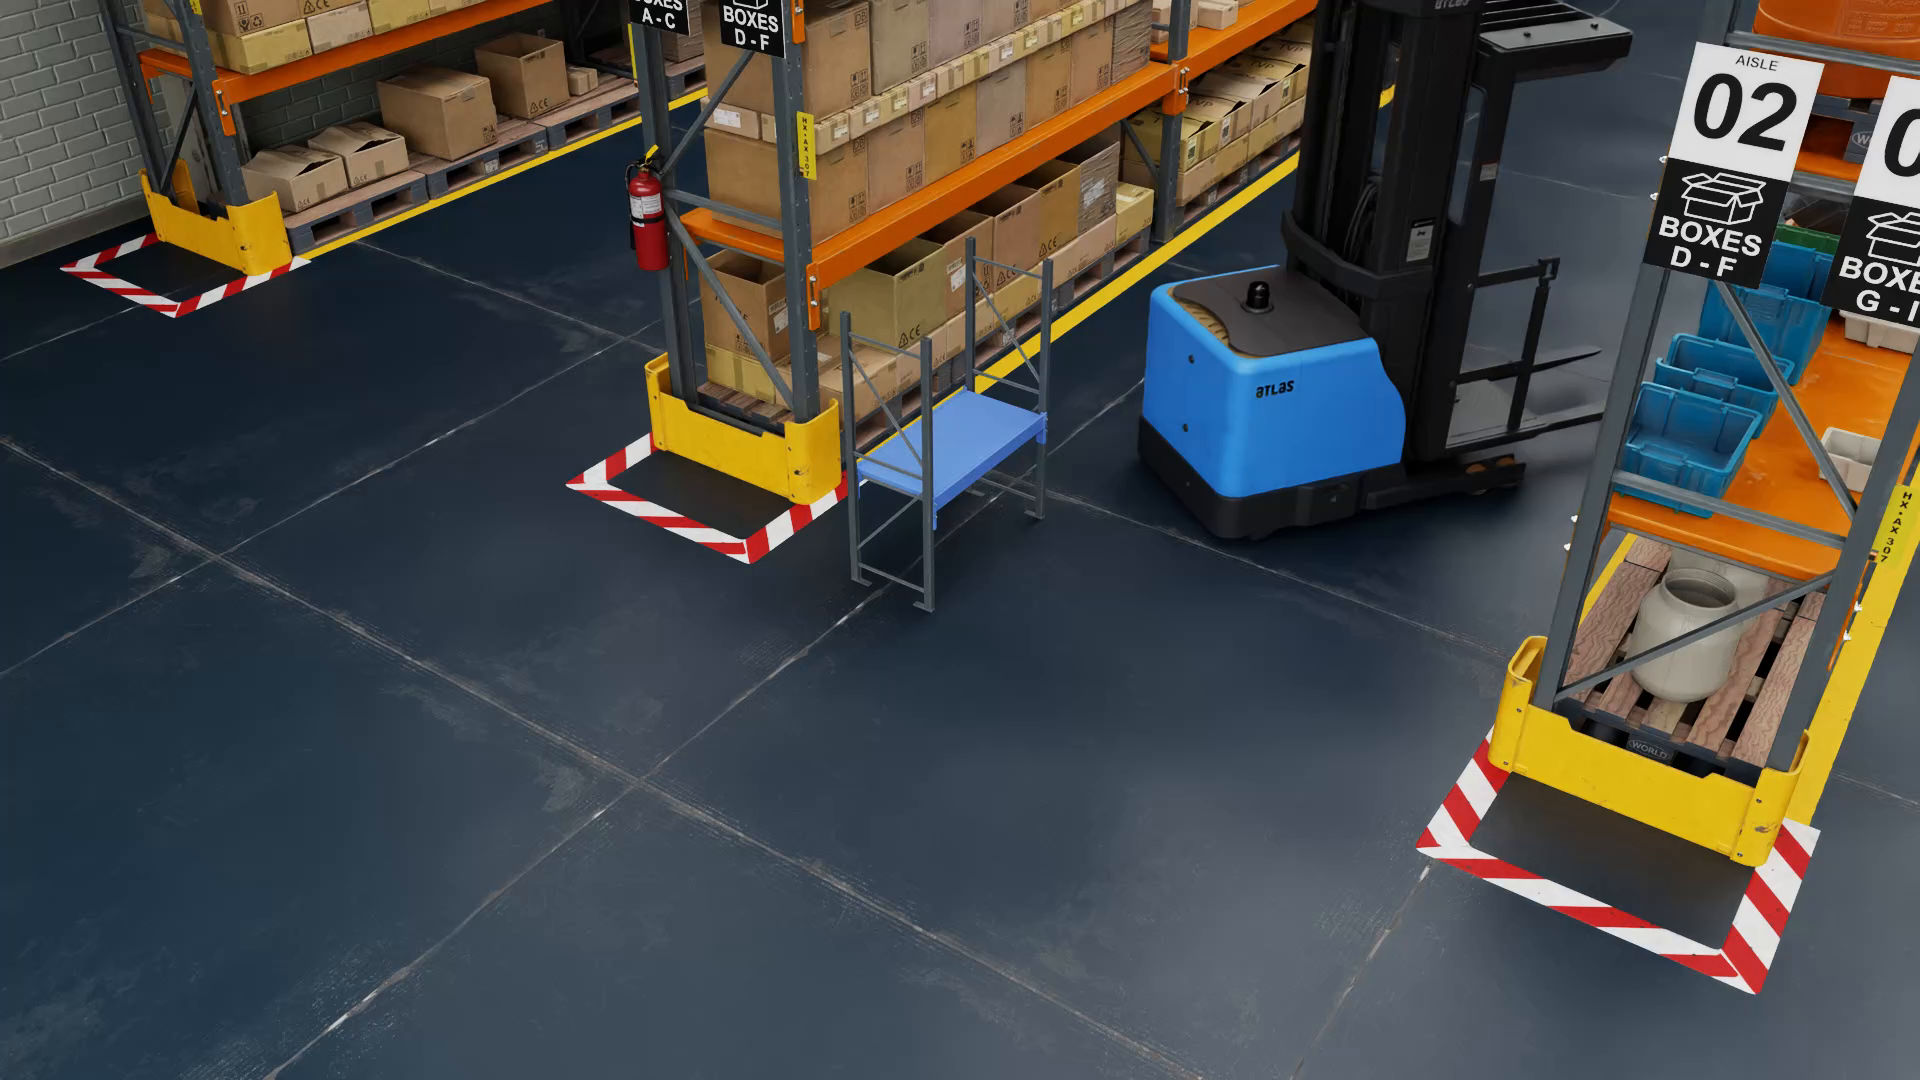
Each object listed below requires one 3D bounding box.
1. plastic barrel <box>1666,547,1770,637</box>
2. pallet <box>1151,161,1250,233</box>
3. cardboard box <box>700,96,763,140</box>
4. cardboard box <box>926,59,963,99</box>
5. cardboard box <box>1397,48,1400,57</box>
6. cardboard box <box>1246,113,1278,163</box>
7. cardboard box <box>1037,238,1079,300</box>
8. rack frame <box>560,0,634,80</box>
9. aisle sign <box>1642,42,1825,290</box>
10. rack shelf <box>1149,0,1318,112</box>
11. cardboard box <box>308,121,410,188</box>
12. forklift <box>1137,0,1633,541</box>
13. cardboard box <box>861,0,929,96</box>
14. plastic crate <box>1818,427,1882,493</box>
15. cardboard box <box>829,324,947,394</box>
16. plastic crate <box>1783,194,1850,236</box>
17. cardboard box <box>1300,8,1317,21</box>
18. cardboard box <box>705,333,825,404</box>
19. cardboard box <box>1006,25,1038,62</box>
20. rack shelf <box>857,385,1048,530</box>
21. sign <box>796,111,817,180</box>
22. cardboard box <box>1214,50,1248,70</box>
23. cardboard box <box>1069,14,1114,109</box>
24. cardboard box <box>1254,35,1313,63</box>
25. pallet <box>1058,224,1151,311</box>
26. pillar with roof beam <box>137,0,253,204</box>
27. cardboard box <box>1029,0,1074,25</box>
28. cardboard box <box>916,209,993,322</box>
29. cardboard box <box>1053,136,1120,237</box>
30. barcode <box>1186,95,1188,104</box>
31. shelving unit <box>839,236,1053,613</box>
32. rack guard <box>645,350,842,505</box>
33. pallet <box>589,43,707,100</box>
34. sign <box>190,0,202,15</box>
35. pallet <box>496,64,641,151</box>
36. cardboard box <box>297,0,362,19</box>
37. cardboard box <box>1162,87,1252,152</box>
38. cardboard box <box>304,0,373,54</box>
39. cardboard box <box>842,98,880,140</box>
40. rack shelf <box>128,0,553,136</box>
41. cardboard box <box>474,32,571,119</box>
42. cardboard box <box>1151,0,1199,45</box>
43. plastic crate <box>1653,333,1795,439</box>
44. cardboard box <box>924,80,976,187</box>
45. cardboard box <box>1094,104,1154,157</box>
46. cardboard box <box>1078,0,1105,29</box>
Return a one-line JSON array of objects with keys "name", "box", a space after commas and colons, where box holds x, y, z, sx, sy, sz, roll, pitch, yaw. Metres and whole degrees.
[{"name": "plastic barrel", "box": [3.470, 0.187, 7.641, 0.421, 0.512, 0.421, 0, 34, 0]}, {"name": "pallet", "box": [1.474, -2.732, 12.602, 1.003, 0.211, 1.213, 21, 39, 28]}, {"name": "cardboard box", "box": [-1.134, -2.242, 8.719, 0.380, 0.149, 0.250, 21, 39, 27]}, {"name": "cardboard box", "box": [-0.207, -2.593, 9.238, 0.380, 0.149, 0.250, 20, 39, 27]}, {"name": "cardboard box", "box": [3.861, -4.642, 14.775, 0.500, 0.500, 0.500, 23, 40, 30]}, {"name": "cardboard box", "box": [2.105, -3.151, 12.812, 0.500, 0.250, 0.500, 20, 39, 27]}, {"name": "cardboard box", "box": [0.435, -1.826, 10.852, 0.500, 0.250, 0.500, 21, 39, 28]}, {"name": "rack frame", "box": [-2.986, -5.116, 13.638, 1.000, 3.000, 0.127, 21, 39, 28]}, {"name": "aisle sign", "box": [2.587, -1.250, 5.600, 0.394, 0.787, 0.004, 21, 39, 28]}, {"name": "rack shelf", "box": [2.226, -4.158, 12.863, 1.077, 0.370, 4.000, 21, 39, 28]}, {"name": "cardboard box", "box": [-4.473, -2.896, 12.362, 0.500, 0.311, 0.500, 25, 41, 32]}, {"name": "forklift", "box": [2.567, -1.725, 8.684, 3.031, 2.935, 1.130, -12, 36, -17]}, {"name": "cardboard box", "box": [-0.593, -2.753, 8.896, 0.700, 0.500, 0.500, 20, 39, 27]}, {"name": "plastic crate", "box": [3.647, -0.311, 6.768, 0.298, 0.136, 0.250, 21, 39, 28]}, {"name": "cardboard box", "box": [-0.424, -1.137, 9.833, 0.500, 0.250, 0.500, 21, 39, 28]}, {"name": "plastic crate", "box": [4.750, -1.726, 8.680, 0.767, 0.338, 0.504, 21, 39, 28]}, {"name": "cardboard box", "box": [2.827, -4.497, 14.301, 0.500, 0.311, 0.500, 23, 40, 30]}, {"name": "cardboard box", "box": [-1.132, -1.071, 9.736, 0.500, 0.250, 0.500, 21, 39, 28]}, {"name": "cardboard box", "box": [0.232, -2.945, 9.759, 0.380, 0.149, 0.250, 23, 40, 30]}, {"name": "rack shelf", "box": [-0.049, -0.433, 8.373, 0.538, 0.185, 1.000, 21, 39, 28]}, {"name": "sign", "box": [-0.742, -1.906, 8.048, 0.100, 0.325, 0.005, 21, 39, 28]}, {"name": "cardboard box", "box": [1.949, -3.781, 13.243, 0.500, 0.311, 0.500, 21, 39, 28]}, {"name": "cardboard box", "box": [0.543, -3.126, 10.606, 0.700, 0.500, 0.500, 21, 39, 28]}, {"name": "cardboard box", "box": [2.689, -3.852, 13.347, 0.500, 0.311, 0.500, 21, 39, 28]}, {"name": "pallet", "box": [0.598, -2.028, 11.561, 1.003, 0.211, 1.213, 21, 39, 28]}, {"name": "pillar with roof beam", "box": [-2.042, -4.984, 8.087, 9.100, 9.000, 0.400, 21, 39, 28]}, {"name": "cardboard box", "box": [0.265, -3.445, 9.920, 0.700, 0.500, 0.500, 21, 39, 28]}, {"name": "cardboard box", "box": [-0.148, -1.681, 9.969, 0.500, 0.500, 0.500, 21, 39, 28]}, {"name": "cardboard box", "box": [0.706, -2.372, 10.990, 0.500, 0.500, 0.500, 21, 39, 28]}, {"name": "barcode", "box": [1.573, -3.065, 11.586, 0.001, 0.075, 0.075, 21, 39, 28]}, {"name": "shelving unit", "box": [-0.049, -0.582, 8.272, 0.538, 1.500, 1.048, 21, 39, 28]}, {"name": "rack guard", "box": [-1.209, -0.649, 9.263, 1.175, 0.500, 0.348, 21, 39, 28]}, {"name": "pallet", "box": [-2.543, -4.320, 14.950, 1.003, 0.211, 1.213, 21, 39, 28]}, {"name": "sign", "box": [-4.821, -3.461, 10.417, 0.100, 0.325, 0.005, 21, 39, 28]}, {"name": "pallet", "box": [-3.340, -3.641, 13.945, 1.003, 0.211, 1.213, 21, 39, 28]}, {"name": "cardboard box", "box": [-4.458, -3.880, 11.257, 0.500, 0.500, 0.500, 21, 40, 28]}, {"name": "cardboard box", "box": [1.816, -3.142, 12.298, 0.500, 0.311, 0.500, 21, 39, 28]}, {"name": "cardboard box", "box": [-4.443, -3.588, 11.495, 0.500, 0.250, 0.500, 20, 39, 27]}, {"name": "cardboard box", "box": [-0.646, -2.239, 8.715, 0.380, 0.149, 0.250, 20, 39, 27]}, {"name": "rack shelf", "box": [-4.126, -3.898, 12.479, 1.077, 0.370, 4.000, 21, 39, 28]}, {"name": "cardboard box", "box": [-3.545, -3.773, 13.490, 0.500, 0.500, 0.500, 18, 38, 25]}, {"name": "cardboard box", "box": [1.331, -3.714, 11.699, 0.500, 0.250, 0.500, 24, 41, 31]}, {"name": "plastic crate", "box": [3.287, -0.672, 7.200, 0.499, 0.251, 0.408, 21, 39, 28]}, {"name": "cardboard box", "box": [-0.335, -2.417, 9.557, 0.700, 0.500, 0.500, 22, 40, 28]}, {"name": "cardboard box", "box": [1.081, -3.081, 12.207, 0.500, 0.311, 0.500, 21, 39, 28]}, {"name": "cardboard box", "box": [0.668, -3.297, 10.279, 0.380, 0.149, 0.250, 21, 39, 28]}]
